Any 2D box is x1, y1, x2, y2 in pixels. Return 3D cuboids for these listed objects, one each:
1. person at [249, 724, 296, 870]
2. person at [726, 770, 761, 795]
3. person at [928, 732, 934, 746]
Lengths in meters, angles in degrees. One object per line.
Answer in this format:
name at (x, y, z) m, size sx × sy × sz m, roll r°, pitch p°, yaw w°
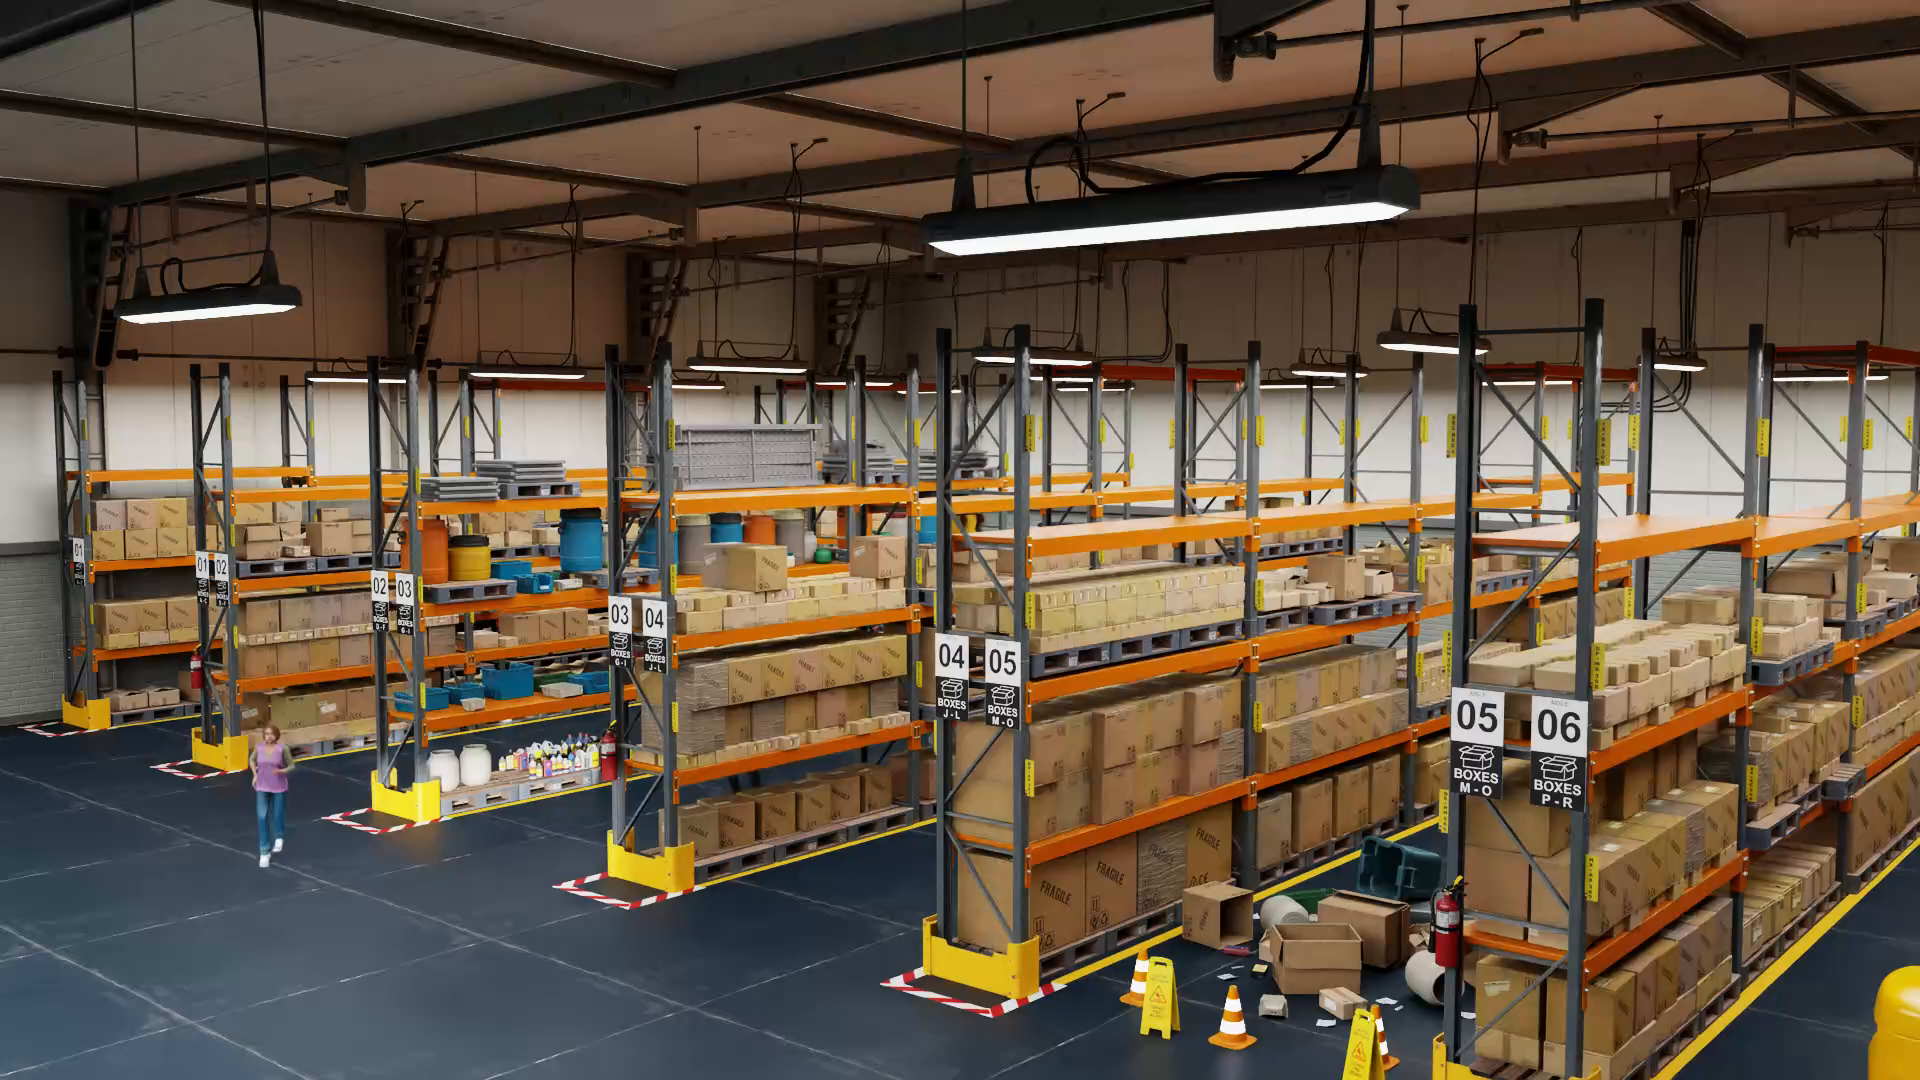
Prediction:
person at (-8.048, 2.956, 19.470) m, size 0.527 × 1.642 × 0.763 m, roll -1°, pitch 4°, yaw -16°
person at (-2.907, 2.741, 22.245) m, size 0.542 × 1.690 × 0.713 m, roll 2°, pitch 4°, yaw 21°
person at (-0.324, 2.463, 26.032) m, size 0.612 × 1.709 × 0.896 m, roll 3°, pitch 5°, yaw 38°
